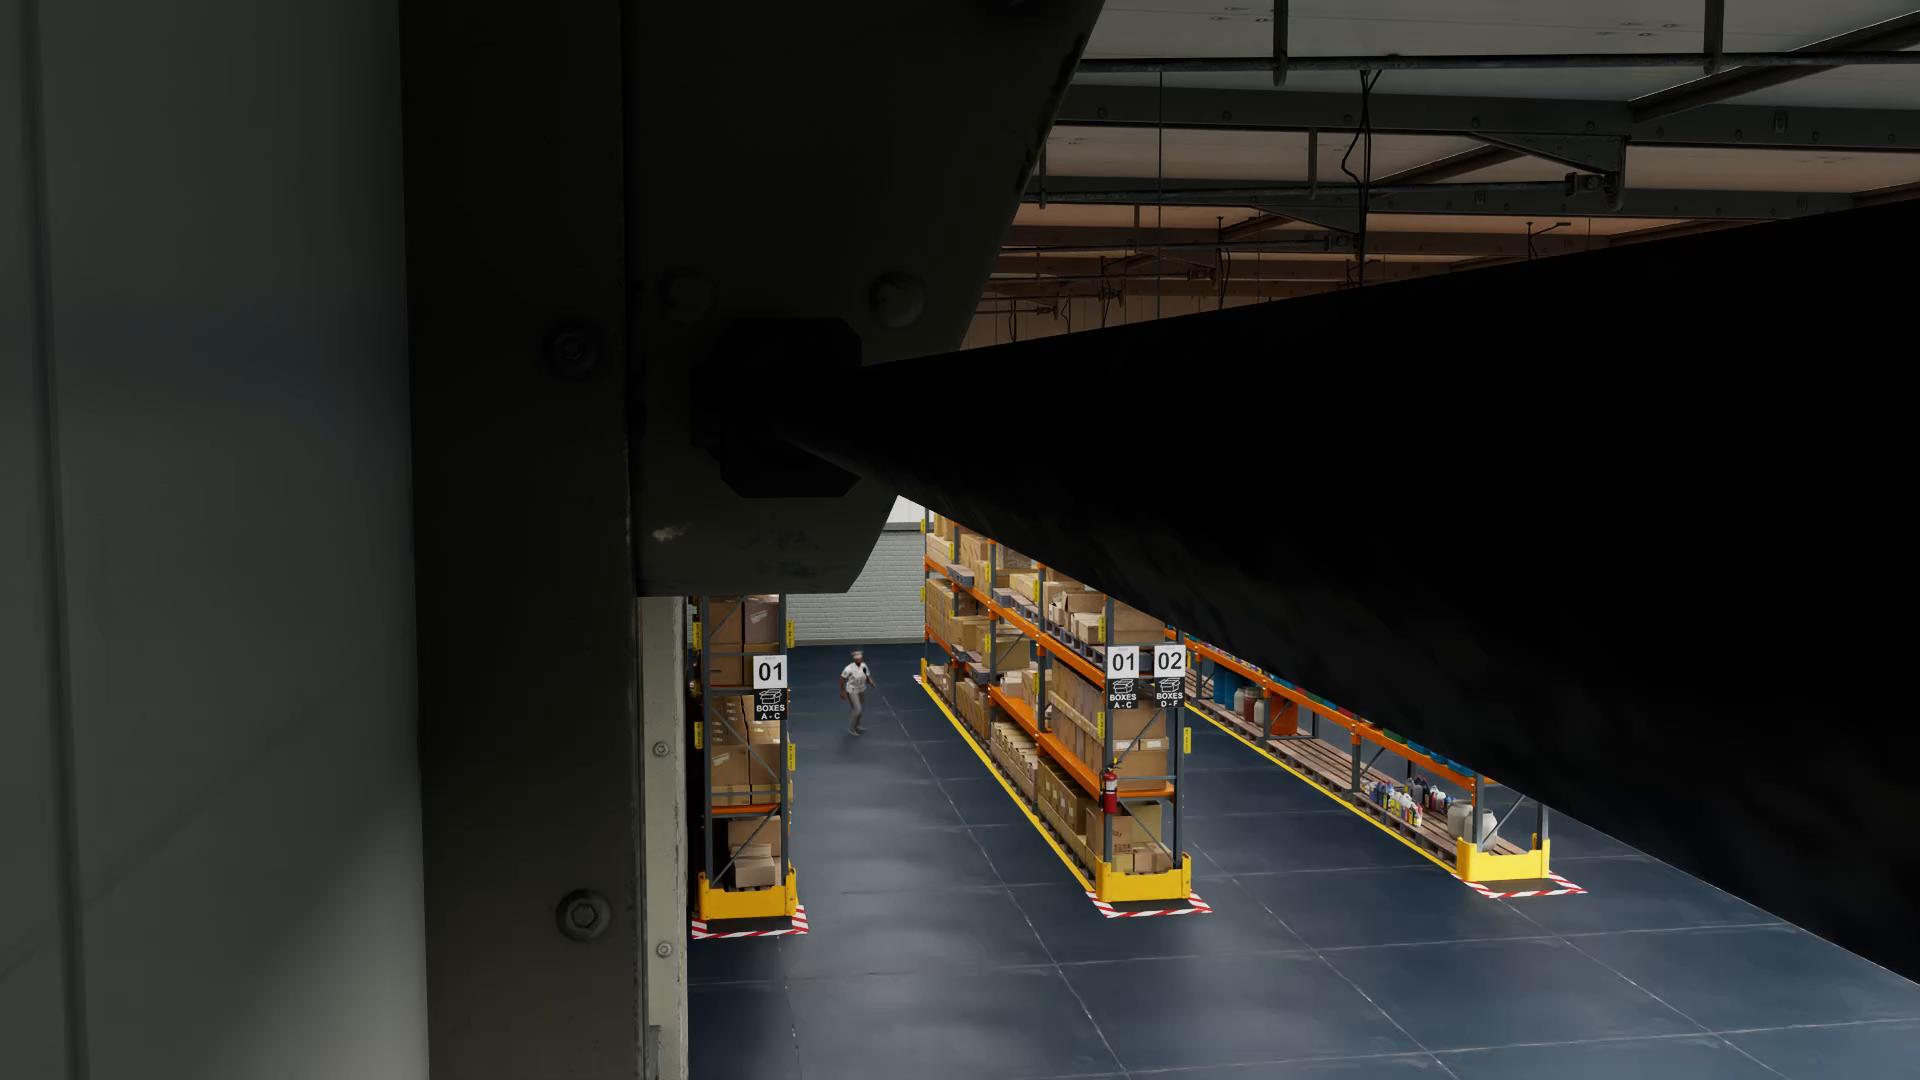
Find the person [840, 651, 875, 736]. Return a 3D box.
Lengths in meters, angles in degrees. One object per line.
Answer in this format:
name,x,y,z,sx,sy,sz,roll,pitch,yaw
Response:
person,-1.874,2.852,30.892,0.801,1.646,0.604,4,7,41
